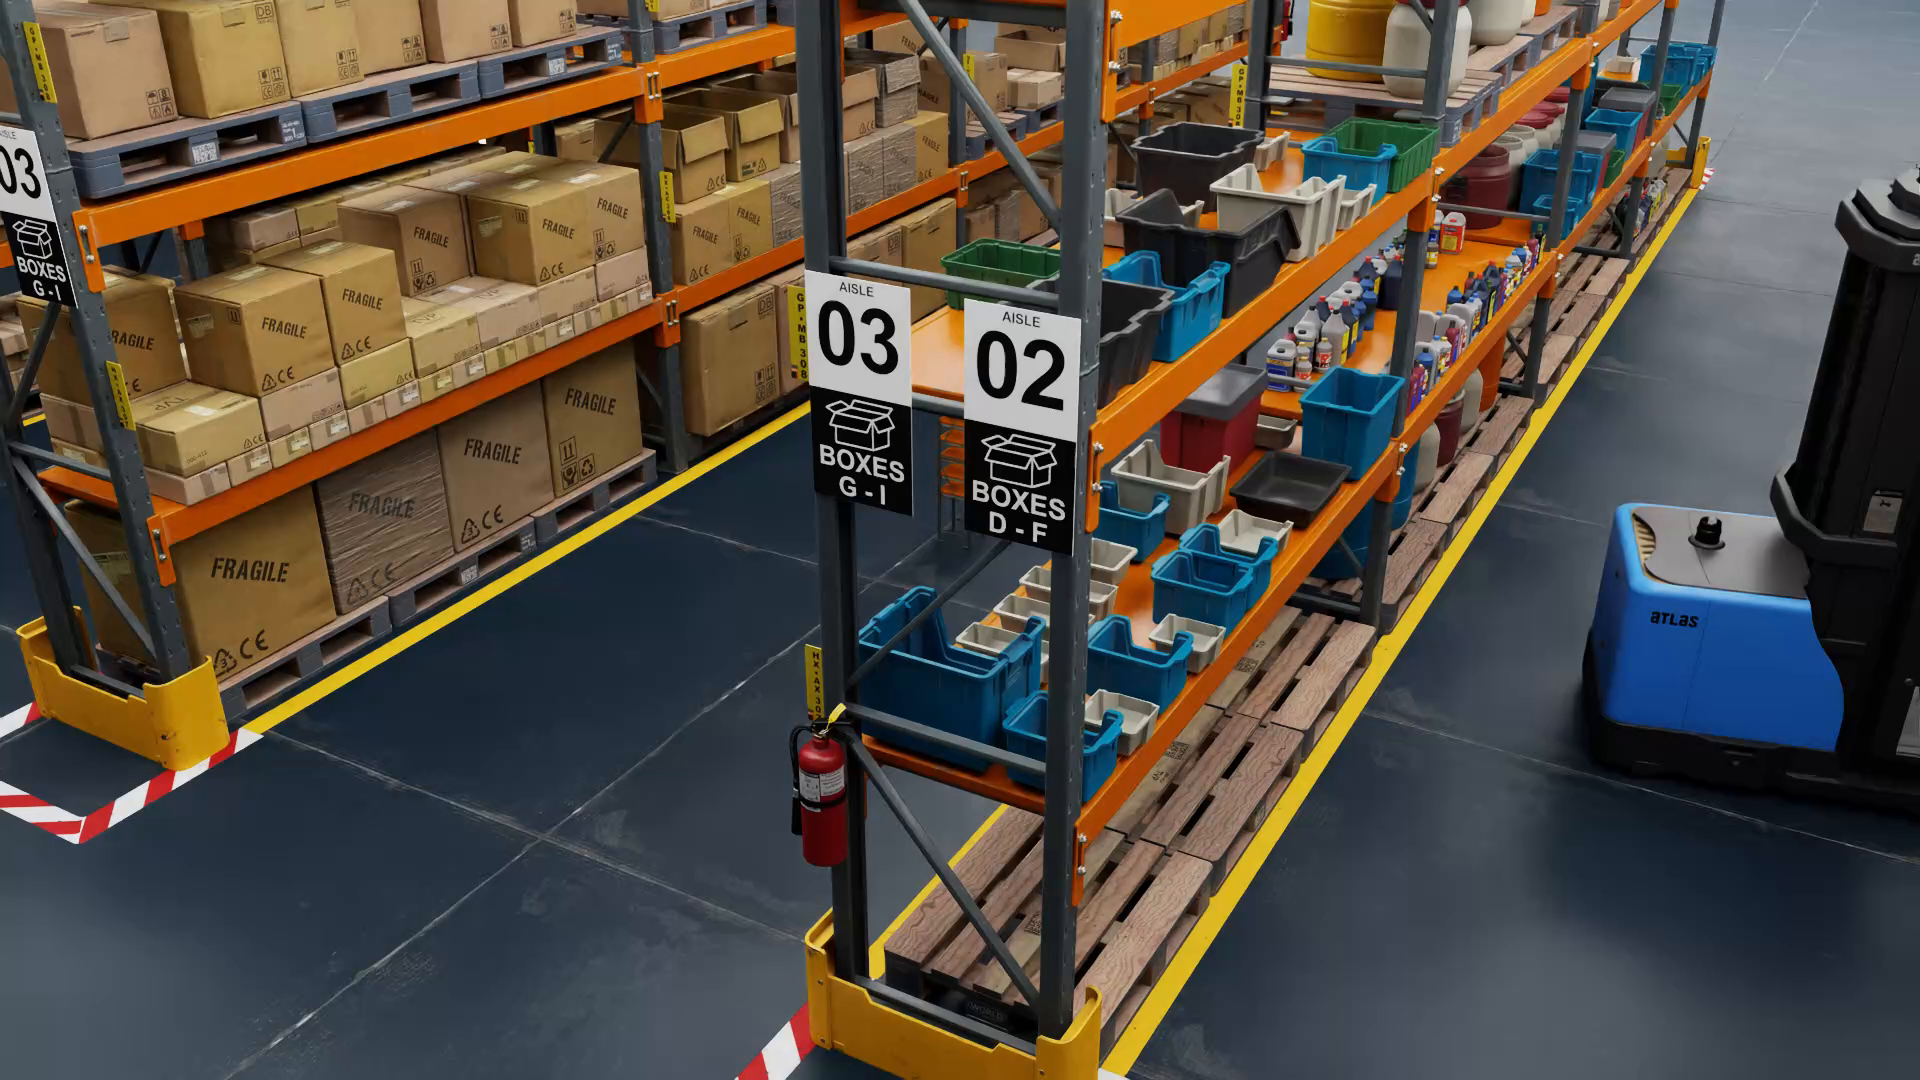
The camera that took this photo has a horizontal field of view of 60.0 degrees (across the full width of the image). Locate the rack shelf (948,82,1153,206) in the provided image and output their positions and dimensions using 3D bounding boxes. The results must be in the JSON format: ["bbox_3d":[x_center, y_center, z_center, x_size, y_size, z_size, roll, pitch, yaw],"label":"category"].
[{"bbox_3d":[0.570,-3.940,16.074,1.077,0.370,4.000,14,30,26],"label":"rack shelf"}]

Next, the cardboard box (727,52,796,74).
[{"bbox_3d":[-2.345,-5.641,20.571,0.875,0.875,0.875,15,30,27],"label":"cardboard box"}]

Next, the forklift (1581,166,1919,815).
[{"bbox_3d":[4.785,-0.182,7.838,3.031,2.935,1.130,7,27,13],"label":"forklift"}]

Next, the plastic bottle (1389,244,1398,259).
[{"bbox_3d":[2.916,-1.876,11.290,0.097,0.271,0.097,0,27,0],"label":"plastic bottle"}]

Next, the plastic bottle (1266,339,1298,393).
[{"bbox_3d":[1.843,-1.002,9.540,0.152,0.276,0.135,14,30,26],"label":"plastic bottle"}]

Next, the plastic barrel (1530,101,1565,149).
[{"bbox_3d":[4.843,-3.401,14.042,0.433,0.535,0.433,0,27,0],"label":"plastic barrel"}]

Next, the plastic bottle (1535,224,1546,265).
[{"bbox_3d":[4.070,-2.088,11.701,0.061,0.283,0.133,14,30,26],"label":"plastic bottle"}]

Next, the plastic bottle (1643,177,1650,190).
[{"bbox_3d":[7.071,-3.611,17.155,0.061,0.283,0.133,14,30,26],"label":"plastic bottle"}]

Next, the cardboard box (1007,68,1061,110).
[{"bbox_3d":[0.610,-4.206,15.499,0.500,0.250,0.500,13,30,25],"label":"cardboard box"}]

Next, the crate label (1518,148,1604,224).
[{"bbox_3d":[4.622,-2.735,12.824,0.502,0.435,0.616,14,30,26],"label":"crate label"}]

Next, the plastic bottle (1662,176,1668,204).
[{"bbox_3d":[7.270,-3.630,17.194,0.061,0.283,0.133,15,30,27],"label":"plastic bottle"}]

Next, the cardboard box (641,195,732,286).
[{"bbox_3d":[-1.938,-2.093,11.468,0.500,0.500,0.500,14,30,26],"label":"cardboard box"}]

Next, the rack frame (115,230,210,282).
[{"bbox_3d":[-6.651,-3.055,13.503,1.000,3.000,0.127,14,30,26],"label":"rack frame"}]

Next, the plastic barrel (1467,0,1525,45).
[{"bbox_3d":[3.157,-3.258,9.935,0.433,0.535,0.433,0,27,0],"label":"plastic barrel"}]

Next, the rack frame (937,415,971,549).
[{"bbox_3d":[-0.038,-0.507,10.421,0.240,1.200,0.006,14,30,26],"label":"rack frame"}]

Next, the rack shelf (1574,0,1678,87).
[{"bbox_3d":[4.882,-4.191,13.224,1.077,0.370,4.000,14,30,26],"label":"rack shelf"}]

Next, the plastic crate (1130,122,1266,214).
[{"bbox_3d":[1.080,-1.692,7.575,0.497,0.269,0.590,14,30,26],"label":"plastic crate"}]

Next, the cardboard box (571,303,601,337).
[{"bbox_3d":[-2.500,-1.420,10.517,0.380,0.149,0.250,14,30,25],"label":"cardboard box"}]

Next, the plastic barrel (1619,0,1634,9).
[{"bbox_3d":[4.813,-4.453,12.463,0.600,0.830,0.708,14,30,26],"label":"plastic barrel"}]

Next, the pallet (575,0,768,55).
[{"bbox_3d":[-1.974,-3.548,11.349,0.805,0.209,1.217,13,29,24],"label":"pallet"}]

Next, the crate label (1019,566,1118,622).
[{"bbox_3d":[0.477,0.236,7.156,0.396,0.136,0.243,14,30,26],"label":"crate label"}]

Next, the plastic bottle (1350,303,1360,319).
[{"bbox_3d":[2.388,-1.319,10.178,0.097,0.271,0.097,0,27,0],"label":"plastic bottle"}]

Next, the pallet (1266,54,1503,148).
[{"bbox_3d":[2.231,-2.417,9.087,1.213,0.211,1.003,14,30,26],"label":"pallet"}]

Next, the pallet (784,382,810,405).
[{"bbox_3d":[-1.469,-1.471,13.454,1.003,0.211,1.213,14,30,26],"label":"pallet"}]

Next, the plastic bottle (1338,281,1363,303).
[{"bbox_3d":[2.451,-1.484,10.502,0.152,0.276,0.135,14,30,26],"label":"plastic bottle"}]

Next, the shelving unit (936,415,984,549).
[{"bbox_3d":[0.007,-0.542,10.493,0.258,1.200,0.189,14,30,26],"label":"shelving unit"}]

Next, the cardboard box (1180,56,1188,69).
[{"bbox_3d":[2.269,-5.244,18.156,0.380,0.149,0.250,14,30,26],"label":"cardboard box"}]

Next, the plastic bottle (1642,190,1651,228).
[{"bbox_3d":[6.717,-3.260,16.379,0.144,0.351,0.185,13,29,24],"label":"plastic bottle"}]

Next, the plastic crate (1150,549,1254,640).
[{"bbox_3d":[1.018,0.237,7.046,0.416,0.233,0.300,14,30,26],"label":"plastic crate"}]

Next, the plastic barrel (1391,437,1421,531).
[{"bbox_3d":[2.561,-0.567,10.406,0.600,0.901,0.708,14,30,26],"label":"plastic barrel"}]

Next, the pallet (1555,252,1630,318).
[{"bbox_3d":[5.513,-2.389,15.287,1.003,0.211,1.213,14,30,26],"label":"pallet"}]

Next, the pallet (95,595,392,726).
[{"bbox_3d":[-4.025,0.553,9.409,1.003,0.211,1.213,14,30,26],"label":"pallet"}]

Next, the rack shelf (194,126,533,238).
[{"bbox_3d":[-5.667,-3.513,15.221,1.077,0.370,4.000,14,30,26],"label":"rack shelf"}]

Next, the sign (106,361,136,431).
[{"bbox_3d":[-3.870,-0.663,7.668,0.100,0.325,0.005,14,30,26],"label":"sign"}]

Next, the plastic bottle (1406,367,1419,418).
[{"bbox_3d":[2.482,-0.830,9.187,0.061,0.283,0.133,14,30,26],"label":"plastic bottle"}]

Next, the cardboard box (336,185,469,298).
[{"bbox_3d":[-3.341,-1.801,9.994,0.500,0.500,0.500,13,29,25],"label":"cardboard box"}]

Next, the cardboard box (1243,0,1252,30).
[{"bbox_3d":[3.085,-6.349,19.637,0.875,0.500,0.500,14,30,26],"label":"cardboard box"}]

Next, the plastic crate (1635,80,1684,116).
[{"bbox_3d":[6.779,-4.323,16.272,0.450,0.188,0.662,14,30,26],"label":"plastic crate"}]

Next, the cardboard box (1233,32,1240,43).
[{"bbox_3d":[3.064,-5.943,19.552,0.380,0.149,0.250,14,30,26],"label":"cardboard box"}]

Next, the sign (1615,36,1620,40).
[{"bbox_3d":[7.357,-5.756,18.589,0.100,0.325,0.005,14,30,26],"label":"sign"}]

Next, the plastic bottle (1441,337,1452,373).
[{"bbox_3d":[2.846,-1.098,9.815,0.097,0.201,0.097,0,27,0],"label":"plastic bottle"}]

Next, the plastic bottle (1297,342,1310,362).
[{"bbox_3d":[1.994,-1.059,9.736,0.097,0.201,0.097,0,27,0],"label":"plastic bottle"}]

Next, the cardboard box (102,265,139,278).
[{"bbox_3d":[-7.000,-2.146,13.737,0.380,0.149,0.250,16,31,28],"label":"cardboard box"}]

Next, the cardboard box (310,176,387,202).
[{"bbox_3d":[-5.543,-3.096,15.070,0.500,0.250,0.500,15,30,28],"label":"cardboard box"}]

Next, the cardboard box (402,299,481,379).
[{"bbox_3d":[-3.126,-1.162,9.556,0.500,0.250,0.500,14,30,25],"label":"cardboard box"}]

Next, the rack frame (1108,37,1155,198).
[{"bbox_3d":[1.553,-5.042,17.470,1.000,3.000,0.127,14,30,26],"label":"rack frame"}]

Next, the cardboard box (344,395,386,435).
[{"bbox_3d":[-3.384,-0.719,9.116,0.380,0.149,0.250,14,30,25],"label":"cardboard box"}]

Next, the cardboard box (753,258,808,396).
[{"bbox_3d":[-1.646,-1.764,12.827,1.225,0.875,0.875,13,29,24],"label":"cardboard box"}]

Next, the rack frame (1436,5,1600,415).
[{"bbox_3d":[3.898,-2.392,12.177,1.000,3.000,0.127,14,30,26],"label":"rack frame"}]

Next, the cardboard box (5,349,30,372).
[{"bbox_3d":[-7.234,-1.412,12.604,0.380,0.149,0.250,13,29,24],"label":"cardboard box"}]

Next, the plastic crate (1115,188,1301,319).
[{"bbox_3d":[0.953,-1.123,6.360,0.504,0.338,0.767,14,30,26],"label":"plastic crate"}]

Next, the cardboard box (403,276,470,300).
[{"bbox_3d":[-3.340,-1.468,10.168,0.500,0.250,0.500,15,30,27],"label":"cardboard box"}]

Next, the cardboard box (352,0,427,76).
[{"bbox_3d":[-3.364,-2.843,9.035,0.700,0.500,0.500,16,31,28],"label":"cardboard box"}]

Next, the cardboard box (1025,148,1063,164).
[{"bbox_3d":[0.982,-3.704,17.100,0.700,0.500,0.500,14,30,26],"label":"cardboard box"}]

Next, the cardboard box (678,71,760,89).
[{"bbox_3d":[-2.942,-5.093,19.618,1.050,0.750,0.750,14,30,26],"label":"cardboard box"}]

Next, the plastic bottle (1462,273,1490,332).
[{"bbox_3d":[3.237,-1.496,10.443,0.144,0.351,0.185,14,30,26],"label":"plastic bottle"}]
